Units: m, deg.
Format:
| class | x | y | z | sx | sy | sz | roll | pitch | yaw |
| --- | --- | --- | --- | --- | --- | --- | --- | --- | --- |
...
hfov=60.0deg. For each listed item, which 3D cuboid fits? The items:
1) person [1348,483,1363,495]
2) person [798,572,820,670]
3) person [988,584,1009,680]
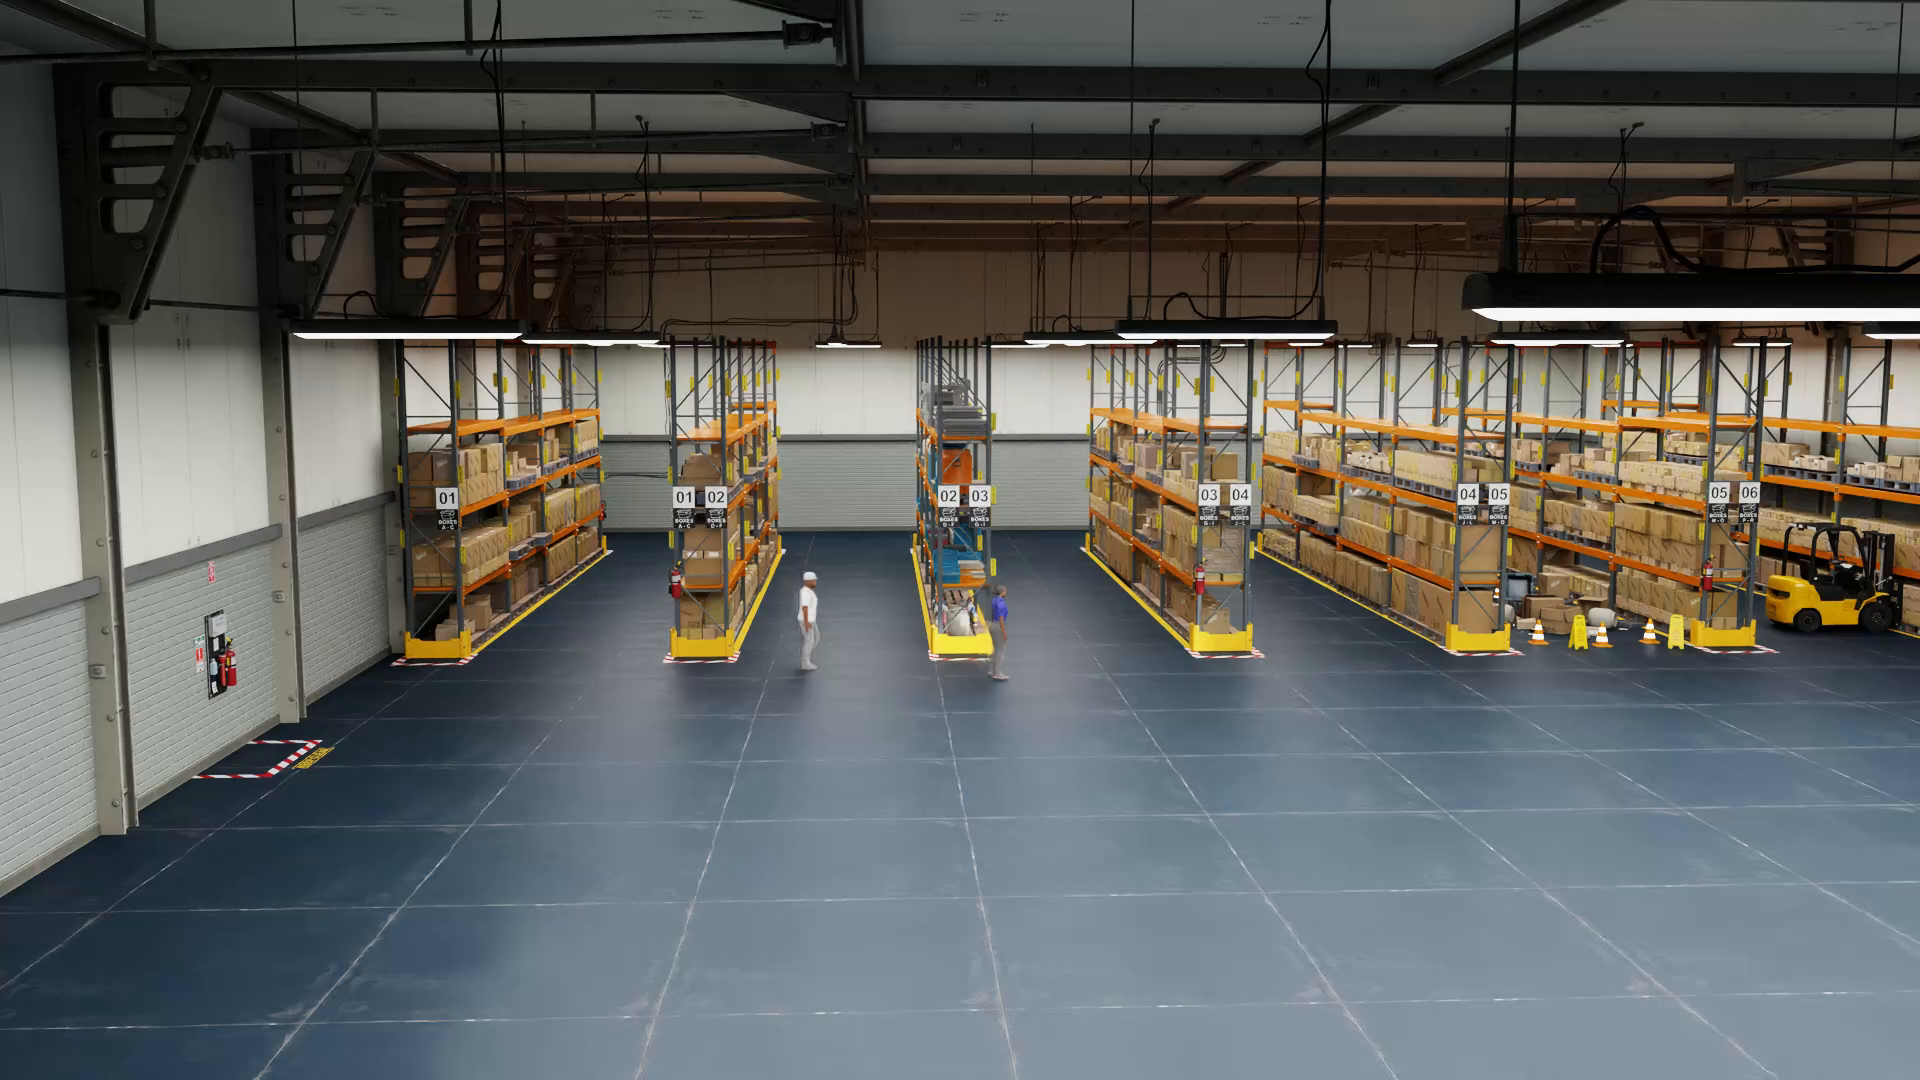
| class | x | y | z | sx | sy | sz | roll | pitch | yaw |
| --- | --- | --- | --- | --- | --- | --- | --- | --- | --- |
| person | 11.954 | -0.934 | 50.655 | 0.446 | 1.791 | 0.540 | -3 | 7 | -24 |
| person | -2.735 | 1.455 | 29.997 | 0.391 | 1.762 | 0.692 | 0 | 6 | 0 |
| person | 0.675 | 1.637 | 29.156 | 0.322 | 1.737 | 0.545 | -2 | 7 | -14 |
